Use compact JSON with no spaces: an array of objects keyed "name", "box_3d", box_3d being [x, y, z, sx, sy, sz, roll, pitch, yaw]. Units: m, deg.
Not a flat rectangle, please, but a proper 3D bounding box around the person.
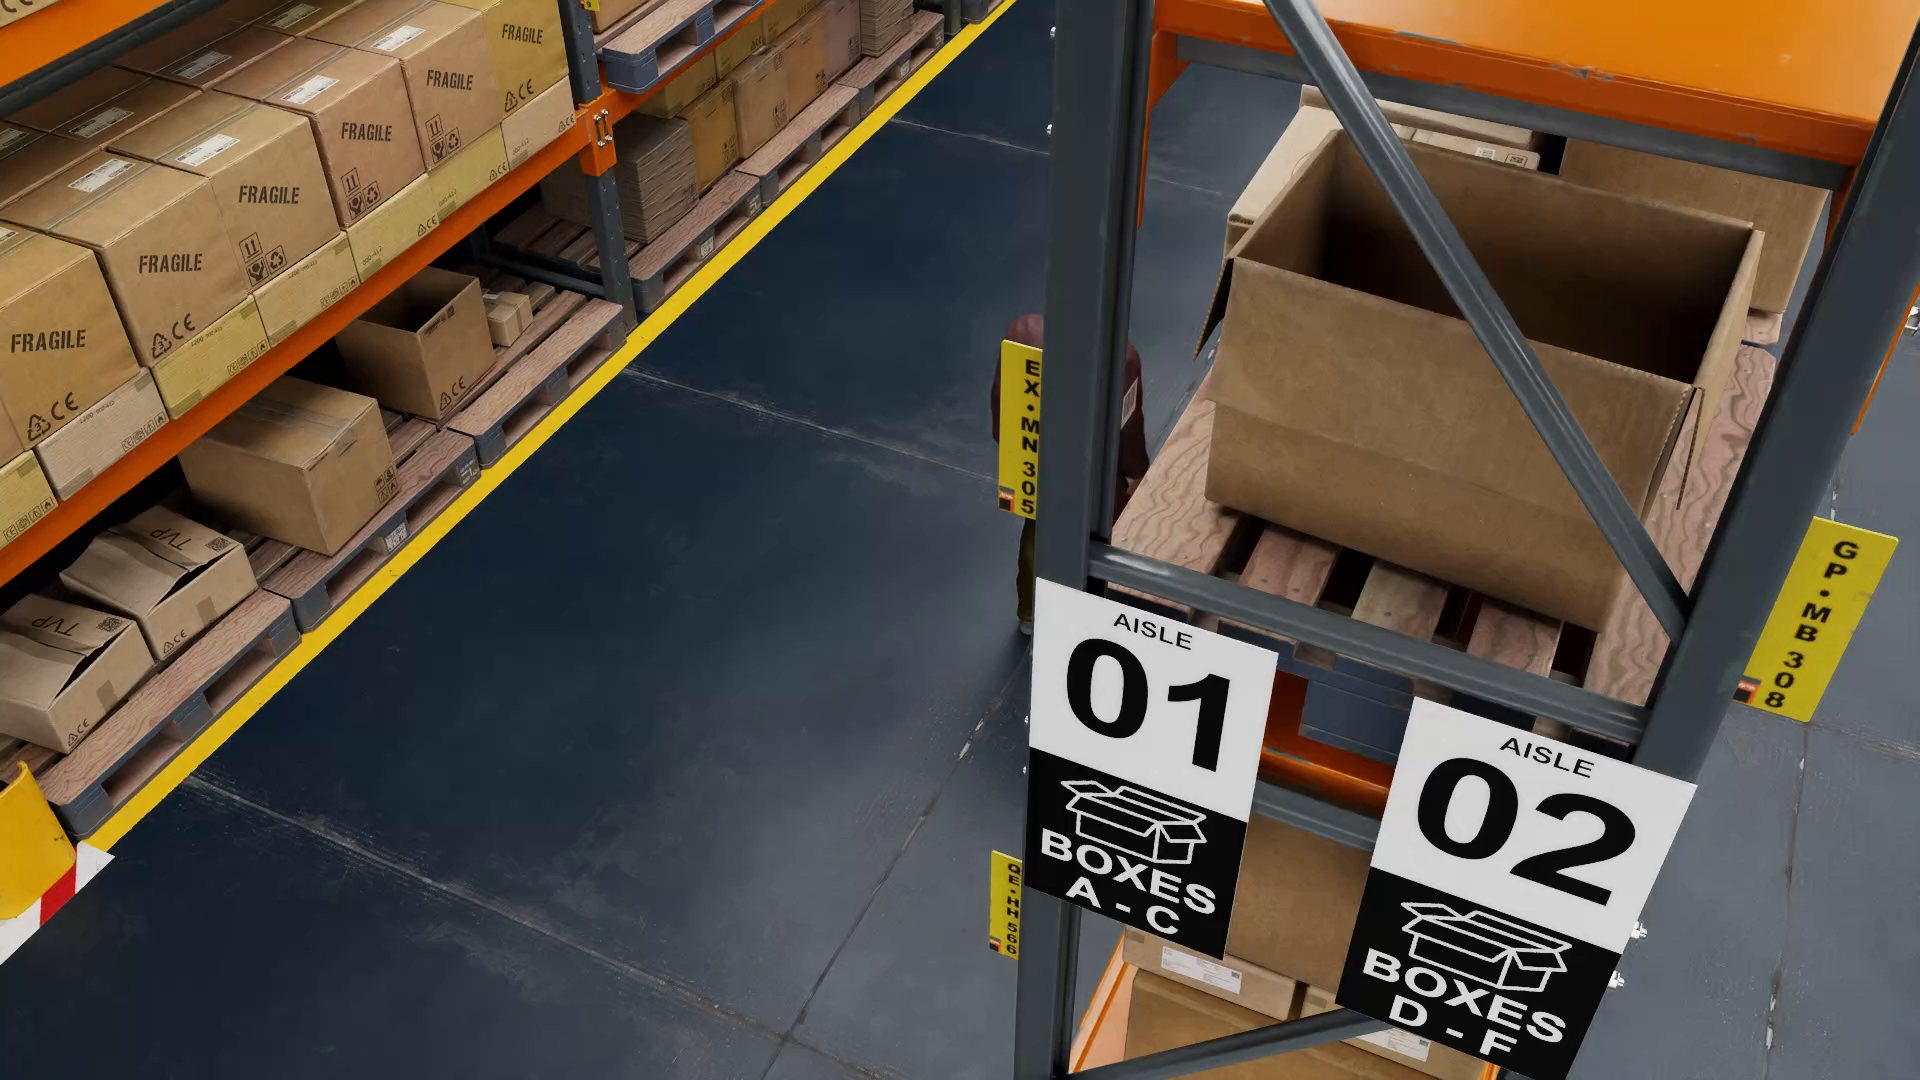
[{"name":"person","box_3d":[0.429,-0.329,6.543,0.654,1.774,0.416,17,44,18]}]
